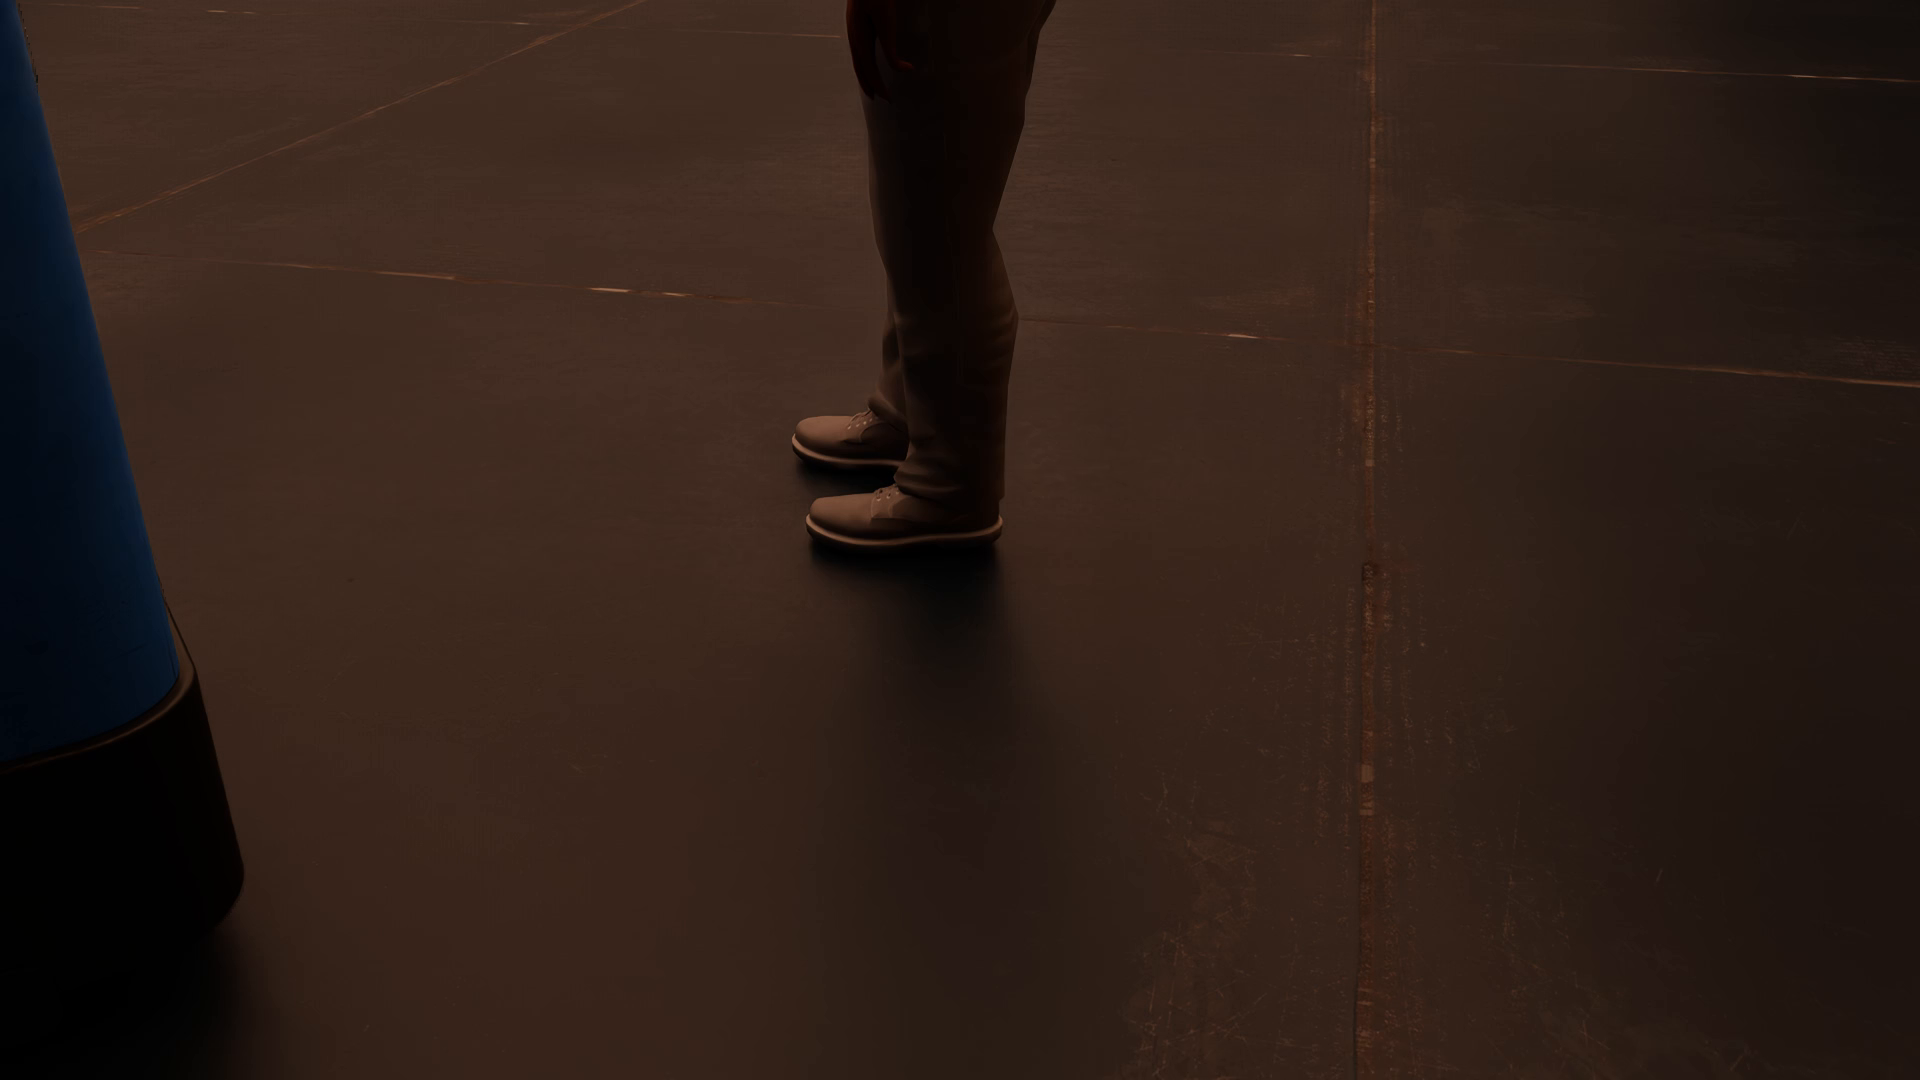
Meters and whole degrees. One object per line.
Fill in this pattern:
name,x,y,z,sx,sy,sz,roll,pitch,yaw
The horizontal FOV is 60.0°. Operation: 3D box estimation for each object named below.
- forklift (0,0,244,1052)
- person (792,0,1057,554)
forklift,-2.228,-0.703,0.640,3.031,2.935,1.130,-16,31,-29
person,-0.067,-0.784,2.156,0.528,1.697,0.549,6,27,11
